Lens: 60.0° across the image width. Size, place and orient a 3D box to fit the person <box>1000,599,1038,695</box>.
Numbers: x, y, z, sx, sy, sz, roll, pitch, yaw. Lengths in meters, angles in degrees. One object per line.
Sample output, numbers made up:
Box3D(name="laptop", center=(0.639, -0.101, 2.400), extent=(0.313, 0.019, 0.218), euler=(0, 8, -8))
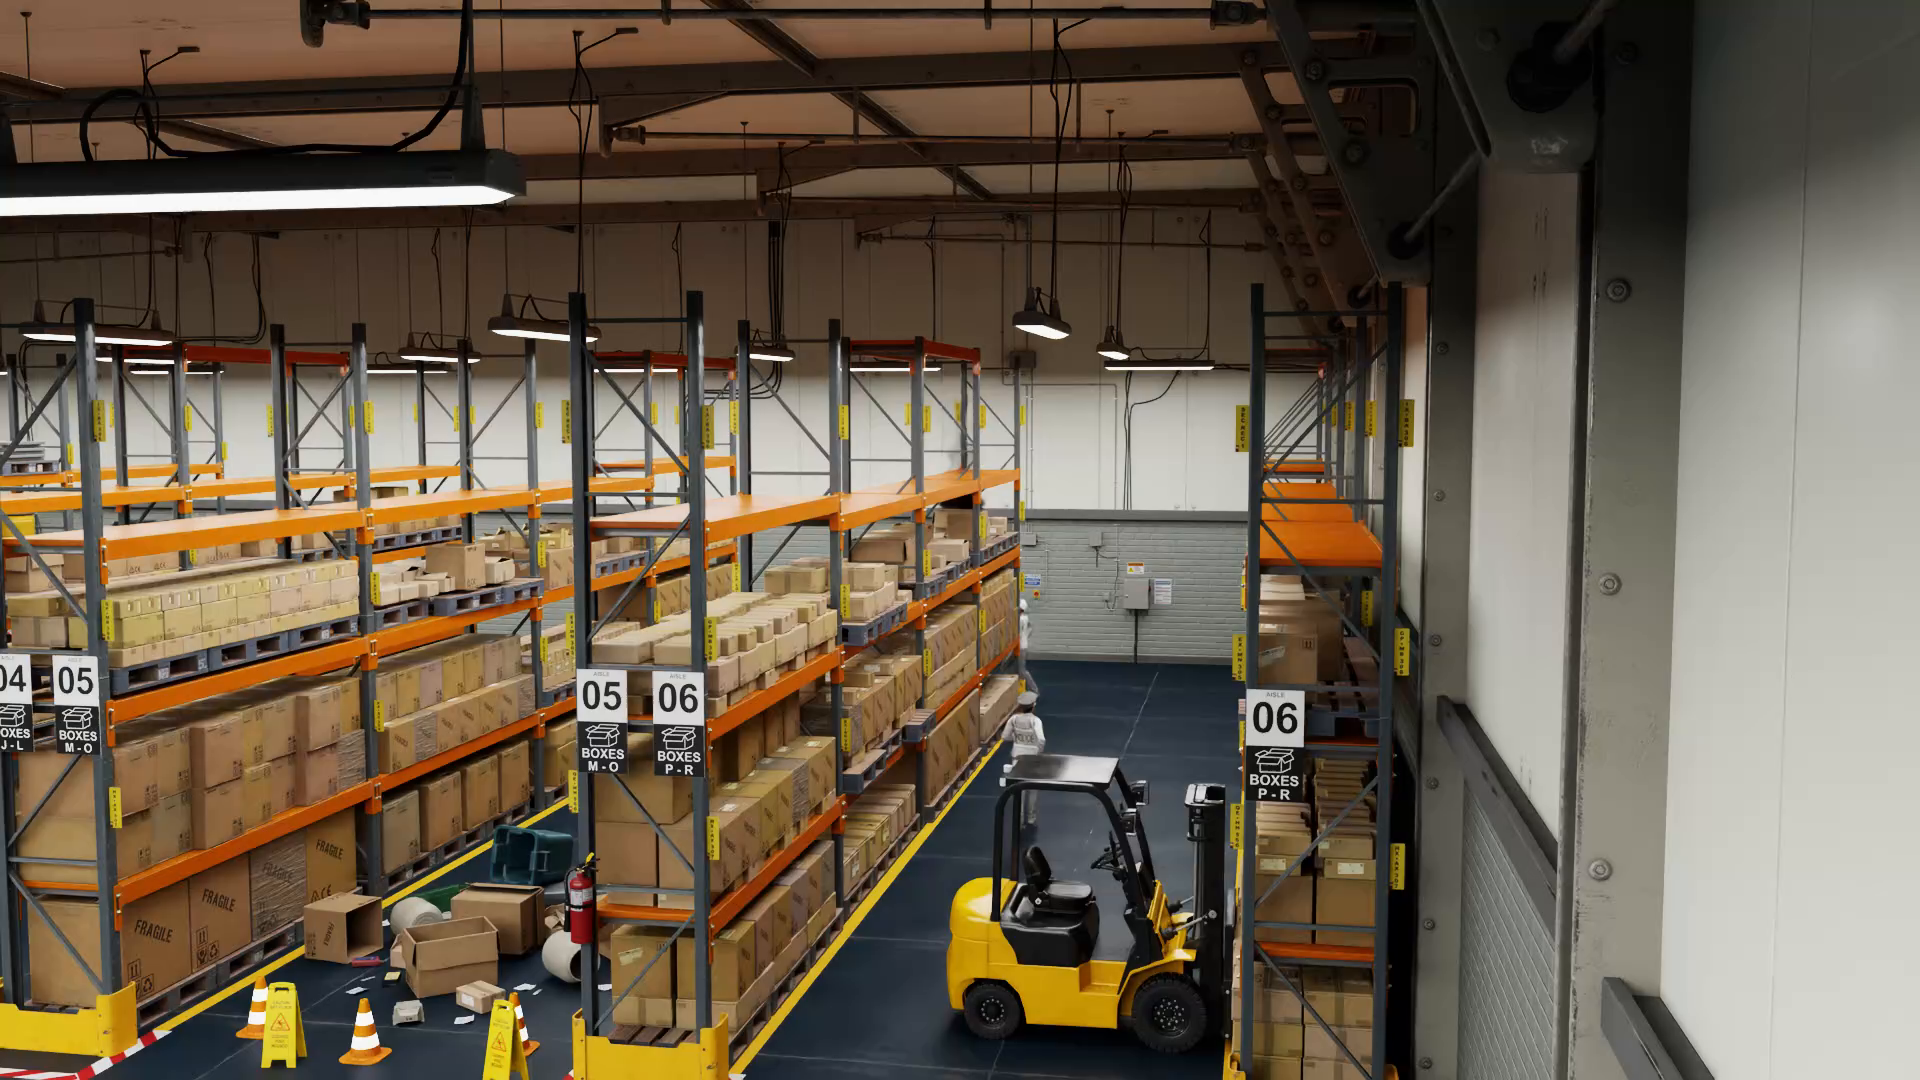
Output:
Box3D(name="person", center=(1.014, 1.935, 29.262), extent=(0.741, 1.822, 0.625), euler=(0, 5, 3))

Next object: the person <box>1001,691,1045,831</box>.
Box3D(name="person", center=(0.774, 2.700, 20.156), extent=(0.597, 1.722, 0.868), euler=(1, 5, 14))
